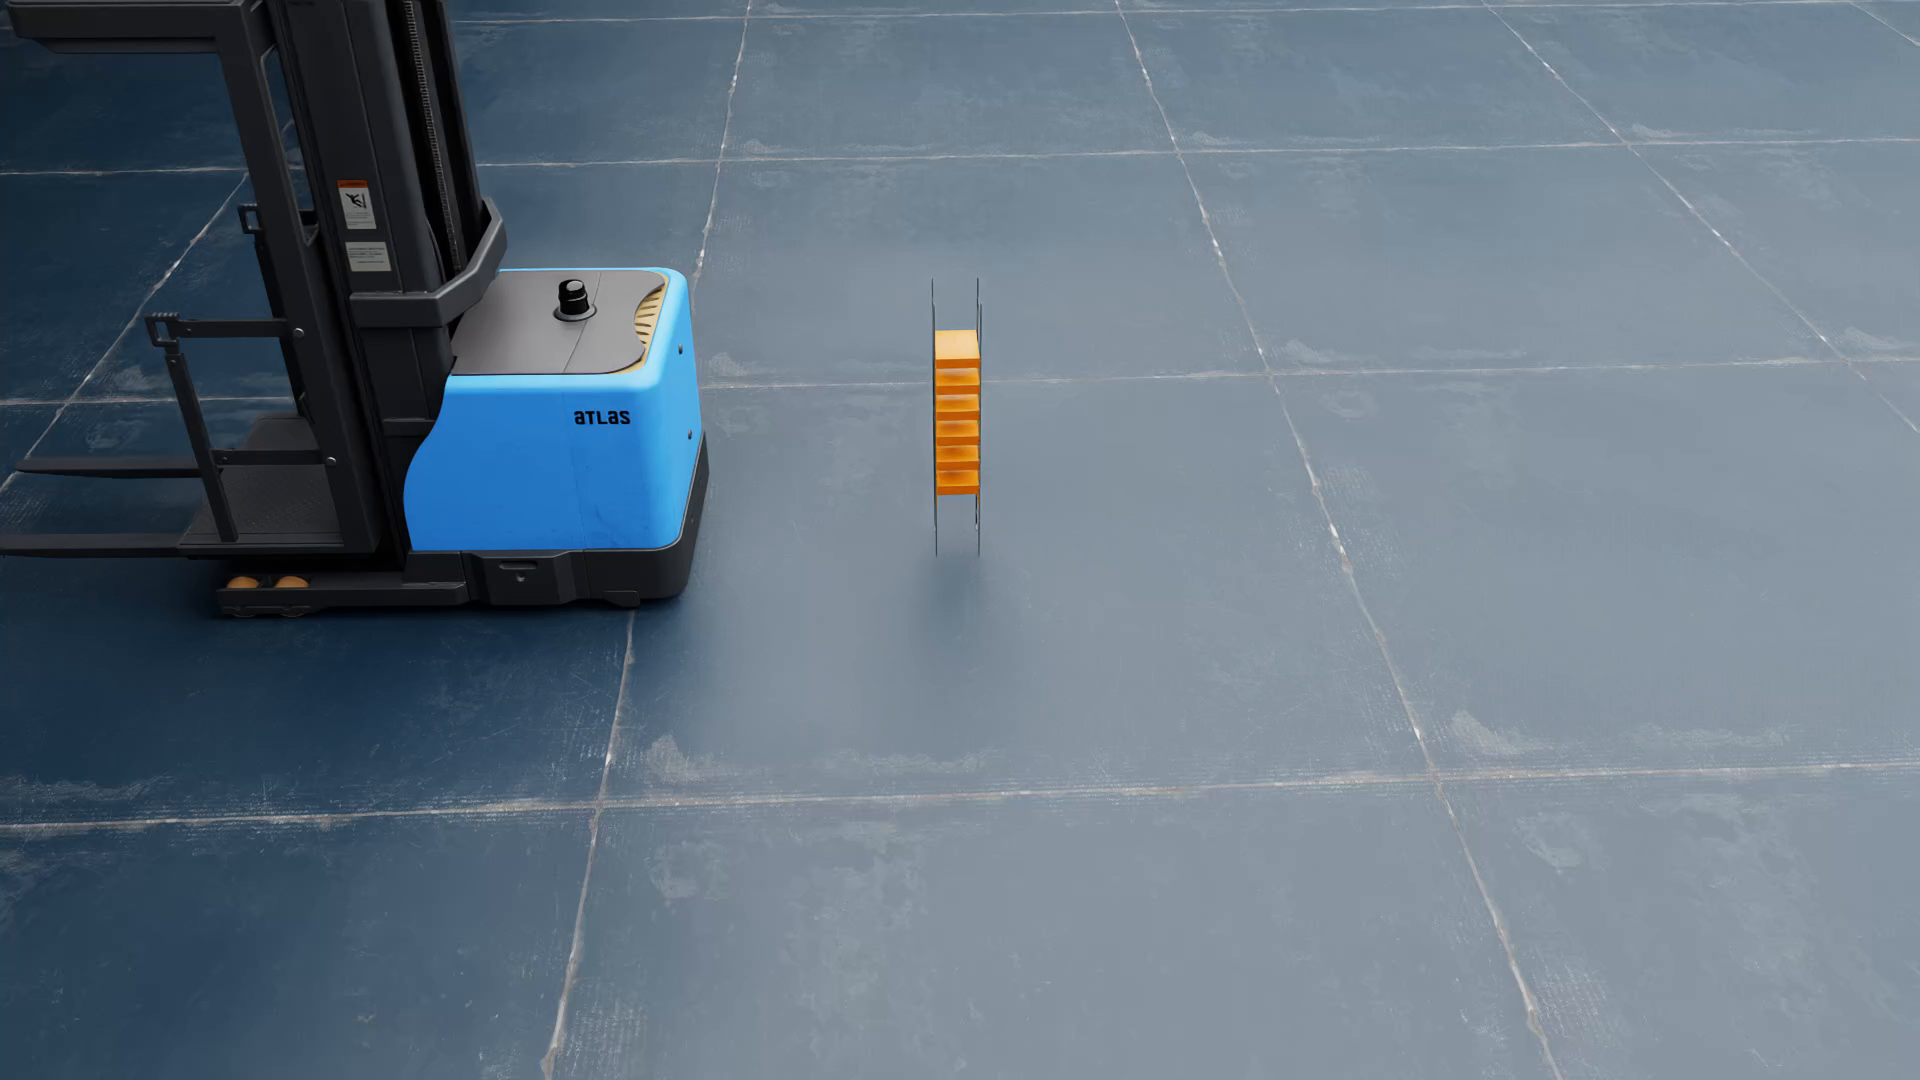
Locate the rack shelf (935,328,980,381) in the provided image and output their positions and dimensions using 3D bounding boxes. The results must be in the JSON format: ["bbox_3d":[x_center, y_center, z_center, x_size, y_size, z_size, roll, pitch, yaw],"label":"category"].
[{"bbox_3d":[-0.014,-0.752,6.728,0.180,0.103,0.258,-2,35,-2],"label":"rack shelf"}]

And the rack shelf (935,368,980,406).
[{"bbox_3d":[-0.014,-0.654,6.797,0.180,0.103,0.258,-2,35,-2],"label":"rack shelf"}]

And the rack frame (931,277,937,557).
[{"bbox_3d":[-0.106,-0.491,6.904,0.006,1.200,0.240,-2,35,-2],"label":"rack frame"}]

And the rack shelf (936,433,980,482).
[{"bbox_3d":[-0.014,-0.358,7.002,0.180,0.103,0.258,-2,35,-2],"label":"rack shelf"}]

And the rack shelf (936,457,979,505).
[{"bbox_3d":[-0.014,-0.259,7.070,0.180,0.103,0.258,-2,35,-2],"label":"rack shelf"}]

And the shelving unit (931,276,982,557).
[{"bbox_3d":[-0.014,-0.493,6.908,0.189,1.200,0.258,-2,35,-2],"label":"shelving unit"}]

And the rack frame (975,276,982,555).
[{"bbox_3d":[0.077,-0.495,6.912,0.006,1.200,0.240,-2,35,-2],"label":"rack frame"}]

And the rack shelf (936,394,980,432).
[{"bbox_3d":[-0.014,-0.555,6.865,0.180,0.103,0.258,-2,35,-2],"label":"rack shelf"}]

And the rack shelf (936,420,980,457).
[{"bbox_3d":[-0.014,-0.456,6.933,0.180,0.103,0.258,-2,35,-2],"label":"rack shelf"}]

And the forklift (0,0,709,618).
[{"bbox_3d":[-2.647,-1.193,6.398,3.031,2.935,1.130,-1,35,-1],"label":"forklift"}]
